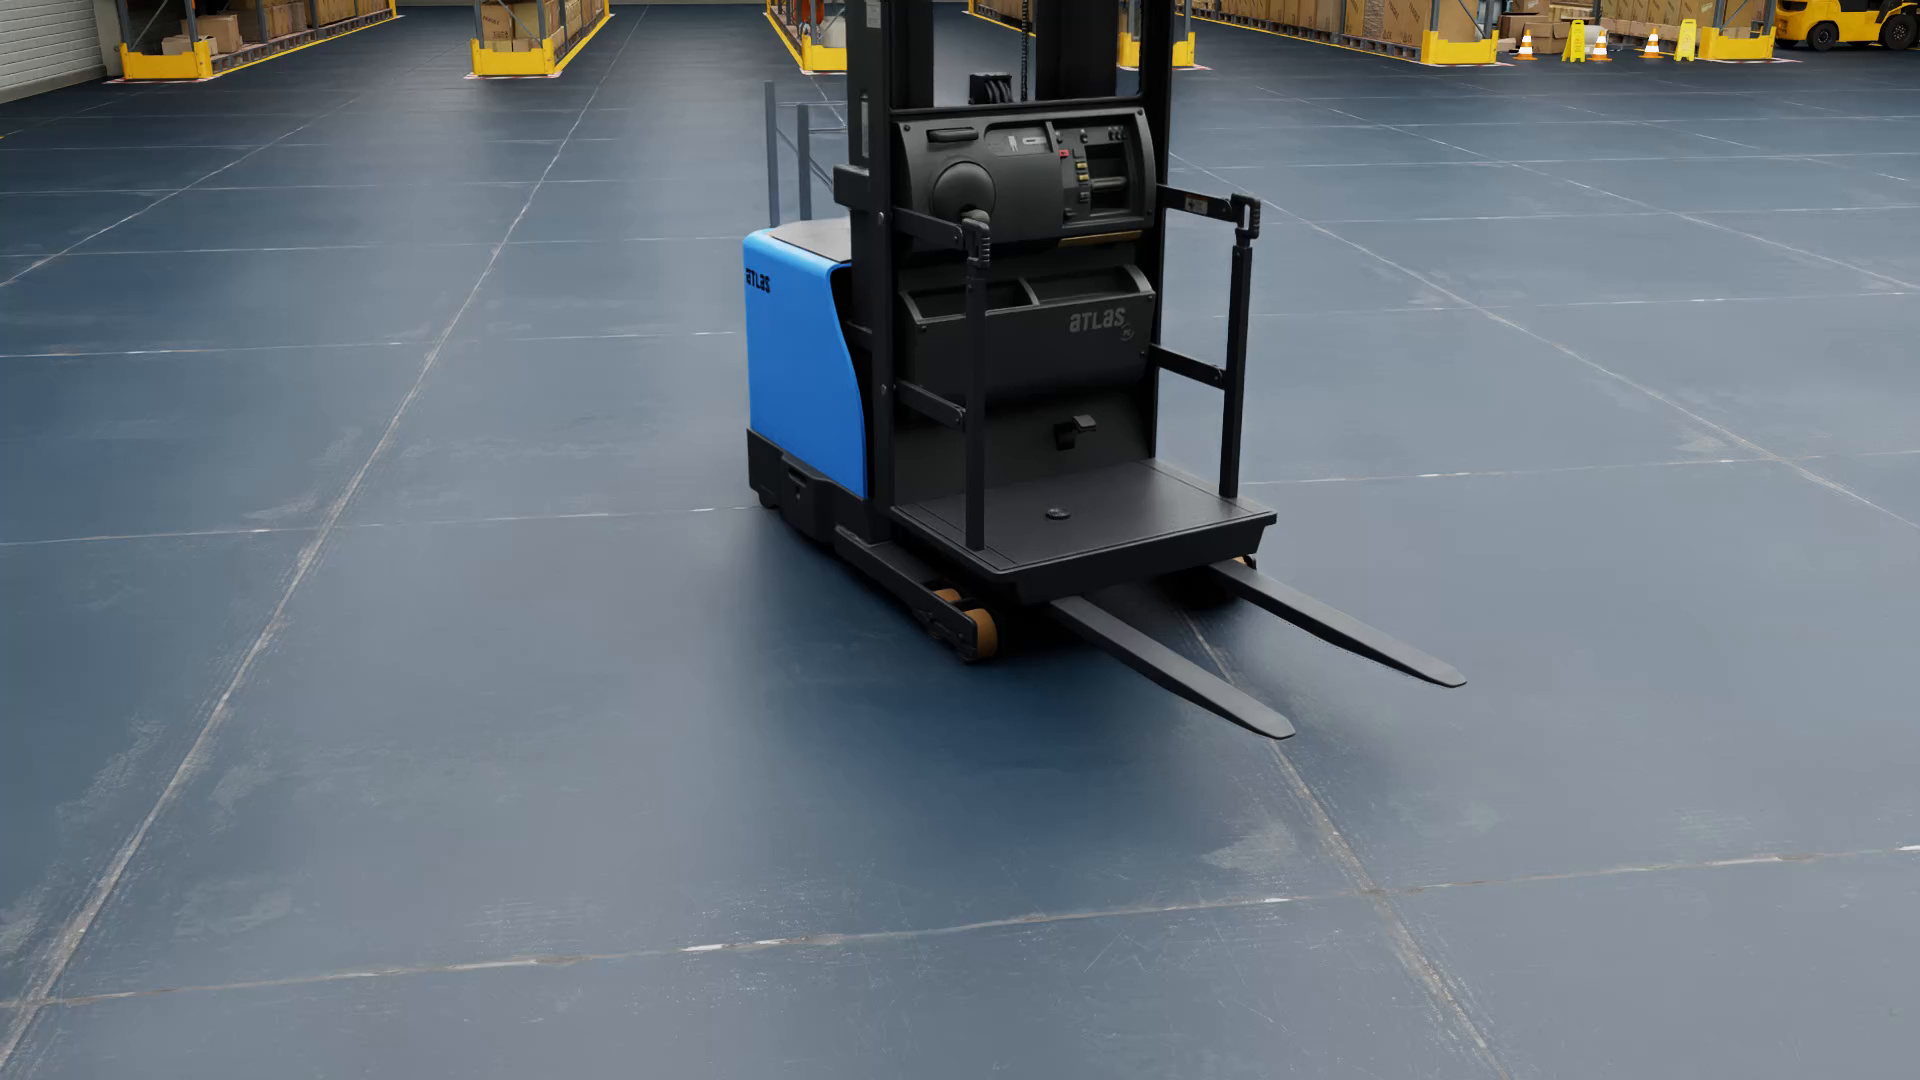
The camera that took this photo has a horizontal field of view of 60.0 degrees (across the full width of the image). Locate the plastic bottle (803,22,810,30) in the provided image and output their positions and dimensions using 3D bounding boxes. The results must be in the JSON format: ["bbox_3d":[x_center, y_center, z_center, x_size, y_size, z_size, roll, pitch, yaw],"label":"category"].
[{"bbox_3d":[-2.539,-8.435,27.671,0.144,0.351,0.185,-2,21,-6],"label":"plastic bottle"}]

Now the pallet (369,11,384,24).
[{"bbox_3d":[-13.528,-11.702,37.246,1.003,0.211,1.213,-3,21,-8],"label":"pallet"}]

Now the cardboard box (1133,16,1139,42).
[{"bbox_3d":[3.045,-8.155,26.736,0.500,0.500,0.500,1,20,2],"label":"cardboard box"}]

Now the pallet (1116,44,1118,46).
[{"bbox_3d":[2.852,-8.337,28.236,1.003,0.211,1.213,-3,21,-8],"label":"pallet"}]

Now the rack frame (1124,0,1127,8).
[{"bbox_3d":[2.541,-10.297,29.499,1.000,3.000,0.127,-3,21,-8],"label":"rack frame"}]

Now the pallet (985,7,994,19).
[{"bbox_3d":[1.177,-12.451,39.252,1.003,0.211,1.213,-3,21,-8],"label":"pallet"}]

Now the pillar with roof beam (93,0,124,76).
[{"bbox_3d":[-8.284,-11.389,23.849,9.100,9.000,0.400,-3,21,-8],"label":"pillar with roof beam"}]

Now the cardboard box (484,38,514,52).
[{"bbox_3d":[-7.055,-7.494,25.322,0.500,0.250,0.500,-3,21,-8],"label":"cardboard box"}]

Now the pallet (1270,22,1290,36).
[{"bbox_3d":[6.927,-10.314,33.531,1.003,0.211,1.213,-3,21,-8],"label":"pallet"}]

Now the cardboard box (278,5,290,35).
[{"bbox_3d":[-12.526,-9.366,29.951,0.700,0.500,0.500,-3,21,-8],"label":"cardboard box"}]

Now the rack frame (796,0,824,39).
[{"bbox_3d":[-2.360,-10.048,28.831,1.000,3.000,0.127,-3,21,-8],"label":"rack frame"}]

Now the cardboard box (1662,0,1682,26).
[{"bbox_3d":[12.472,-9.117,28.597,0.500,0.500,0.500,-2,21,-6],"label":"cardboard box"}]

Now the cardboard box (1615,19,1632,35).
[{"bbox_3d":[12.254,-9.304,30.169,0.500,0.250,0.500,-2,21,-5],"label":"cardboard box"}]

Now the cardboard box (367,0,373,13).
[{"bbox_3d":[-13.464,-11.960,36.922,0.700,0.500,0.500,-2,21,-6],"label":"cardboard box"}]

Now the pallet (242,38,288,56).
[{"bbox_3d":[-12.277,-8.511,28.702,1.003,0.211,1.213,-3,21,-8],"label":"pallet"}]

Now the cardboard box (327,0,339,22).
[{"bbox_3d":[-12.836,-10.687,33.016,0.750,0.750,0.750,-3,21,-8],"label":"cardboard box"}]

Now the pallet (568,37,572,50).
[{"bbox_3d":[-7.407,-8.746,29.331,1.003,0.211,1.213,-3,21,-8],"label":"pallet"}]

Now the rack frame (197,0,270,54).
[{"bbox_3d":[-12.163,-9.548,27.493,1.000,3.000,0.127,-3,21,-8],"label":"rack frame"}]

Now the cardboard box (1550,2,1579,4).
[{"bbox_3d":[11.957,-10.697,33.724,0.950,0.372,0.625,-3,21,-9],"label":"cardboard box"}]

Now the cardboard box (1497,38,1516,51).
[{"bbox_3d":[9.535,-8.730,29.209,0.396,0.266,0.258,1,20,2],"label":"cardboard box"}]

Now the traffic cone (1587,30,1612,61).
[{"bbox_3d":[10.537,-8.134,27.333,0.336,0.463,0.334,-3,21,-8],"label":"traffic cone"}]

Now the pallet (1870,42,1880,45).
[{"bbox_3d":[17.332,-9.465,31.256,1.003,0.211,1.213,-3,21,-8],"label":"pallet"}]

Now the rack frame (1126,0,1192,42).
[{"bbox_3d":[3.118,-8.912,25.791,1.000,3.000,0.127,-3,21,-8],"label":"rack frame"}]

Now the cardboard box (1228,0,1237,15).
[{"bbox_3d":[6.233,-11.856,36.645,0.500,0.500,0.500,-2,21,-5],"label":"cardboard box"}]

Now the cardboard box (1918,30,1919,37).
[{"bbox_3d":[17.330,-9.066,29.531,0.500,0.250,0.500,-3,21,-7],"label":"cardboard box"}]

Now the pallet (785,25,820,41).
[{"bbox_3d":[-2.863,-9.856,32.303,1.003,0.211,1.213,-3,21,-8],"label":"pallet"}]

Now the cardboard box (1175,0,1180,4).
[{"bbox_3d":[5.493,-13.331,41.096,0.380,0.149,0.250,-2,21,-7],"label":"cardboard box"}]

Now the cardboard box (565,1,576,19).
[{"bbox_3d":[-7.298,-9.658,30.316,0.500,0.311,0.500,-2,21,-6],"label":"cardboard box"}]

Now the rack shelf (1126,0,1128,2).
[{"bbox_3d":[2.830,-9.268,27.771,1.077,0.370,4.000,-3,21,-8],"label":"rack shelf"}]

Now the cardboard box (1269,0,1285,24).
[{"bbox_3d":[6.886,-10.825,33.527,1.050,0.750,0.750,-3,21,-8],"label":"cardboard box"}]

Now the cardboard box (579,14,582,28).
[{"bbox_3d":[-7.521,-9.923,31.826,0.500,0.250,0.500,-2,21,-6],"label":"cardboard box"}]

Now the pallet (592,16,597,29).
[{"bbox_3d":[-8.260,-10.983,35.320,1.003,0.211,1.213,-3,21,-8],"label":"pallet"}]

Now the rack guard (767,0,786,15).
[{"bbox_3d":[-4.106,-13.039,40.413,1.175,0.500,0.348,-3,21,-8],"label":"rack guard"}]

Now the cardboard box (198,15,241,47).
[{"bbox_3d":[-11.974,-8.226,26.896,0.500,0.500,0.500,-4,21,-12],"label":"cardboard box"}]

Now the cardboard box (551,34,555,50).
[{"bbox_3d":[-6.690,-7.866,26.319,0.500,0.250,0.500,-3,21,-8],"label":"cardboard box"}]

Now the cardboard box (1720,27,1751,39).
[{"bbox_3d":[13.082,-8.614,28.322,0.500,0.250,0.500,-3,21,-8],"label":"cardboard box"}]

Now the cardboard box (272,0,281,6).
[{"bbox_3d":[-12.485,-9.694,29.757,0.500,0.250,0.500,-3,21,-8],"label":"cardboard box"}]

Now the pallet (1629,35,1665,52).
[{"bbox_3d":[12.659,-8.837,29.574,1.003,0.211,1.213,-3,21,-8],"label":"pallet"}]

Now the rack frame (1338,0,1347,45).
[{"bbox_3d":[7.464,-10.513,30.076,1.000,3.000,0.127,-3,21,-8],"label":"rack frame"}]

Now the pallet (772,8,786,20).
[{"bbox_3d":[-3.836,-12.187,38.544,1.003,0.211,1.213,-3,21,-8],"label":"pallet"}]

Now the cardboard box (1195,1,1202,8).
[{"bbox_3d":[5.768,-12.621,39.194,0.380,0.149,0.250,-3,21,-8],"label":"cardboard box"}]

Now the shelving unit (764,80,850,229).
[{"bbox_3d":[-0.509,-1.187,7.251,0.538,1.500,1.048,-5,21,-12],"label":"shelving unit"}]

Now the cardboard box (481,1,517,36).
[{"bbox_3d":[-7.216,-8.190,26.116,0.500,0.500,0.500,-3,21,-8],"label":"cardboard box"}]

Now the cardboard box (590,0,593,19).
[{"bbox_3d":[-7.926,-11.102,34.599,0.500,0.500,0.500,-3,21,-7],"label":"cardboard box"}]

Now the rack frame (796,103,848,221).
[{"bbox_3d":[-0.392,-1.014,6.787,0.500,1.500,0.032,-5,21,-12],"label":"rack frame"}]

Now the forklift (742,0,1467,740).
[{"bbox_3d":[0.338,-1.176,5.176,1.130,2.935,3.031,-12,23,-28],"label":"forklift"}]

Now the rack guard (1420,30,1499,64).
[{"bbox_3d":[8.044,-7.948,26.783,1.175,0.500,0.348,-3,21,-8],"label":"rack guard"}]

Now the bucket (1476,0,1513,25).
[{"bbox_3d":[9.765,-9.760,30.568,0.726,0.611,0.620,4,11,11],"label":"bucket"}]

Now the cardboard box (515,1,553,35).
[{"bbox_3d":[-6.701,-8.216,26.186,0.500,0.500,0.500,-3,21,-8],"label":"cardboard box"}]

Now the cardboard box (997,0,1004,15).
[{"bbox_3d":[1.500,-12.048,36.623,1.225,0.875,0.875,-3,21,-8],"label":"cardboard box"}]

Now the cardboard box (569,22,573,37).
[{"bbox_3d":[-7.147,-9.037,29.454,0.500,0.250,0.500,-2,21,-6],"label":"cardboard box"}]

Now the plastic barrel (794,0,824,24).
[{"bbox_3d":[-3.024,-10.781,33.296,0.600,0.830,0.708,-3,21,-8],"label":"plastic barrel"}]

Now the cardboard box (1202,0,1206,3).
[{"bbox_3d":[5.844,-12.561,38.609,0.380,0.149,0.250,-4,21,-10],"label":"cardboard box"}]

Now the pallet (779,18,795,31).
[{"bbox_3d":[-3.264,-10.819,34.880,1.003,0.211,1.213,-3,21,-8],"label":"pallet"}]

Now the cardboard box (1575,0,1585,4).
[{"bbox_3d":[15.586,-13.527,41.118,0.500,0.500,0.500,-3,21,-7],"label":"cardboard box"}]

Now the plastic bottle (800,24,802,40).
[{"bbox_3d":[-2.674,-8.735,28.580,0.152,0.276,0.135,-2,21,-6],"label":"plastic bottle"}]
